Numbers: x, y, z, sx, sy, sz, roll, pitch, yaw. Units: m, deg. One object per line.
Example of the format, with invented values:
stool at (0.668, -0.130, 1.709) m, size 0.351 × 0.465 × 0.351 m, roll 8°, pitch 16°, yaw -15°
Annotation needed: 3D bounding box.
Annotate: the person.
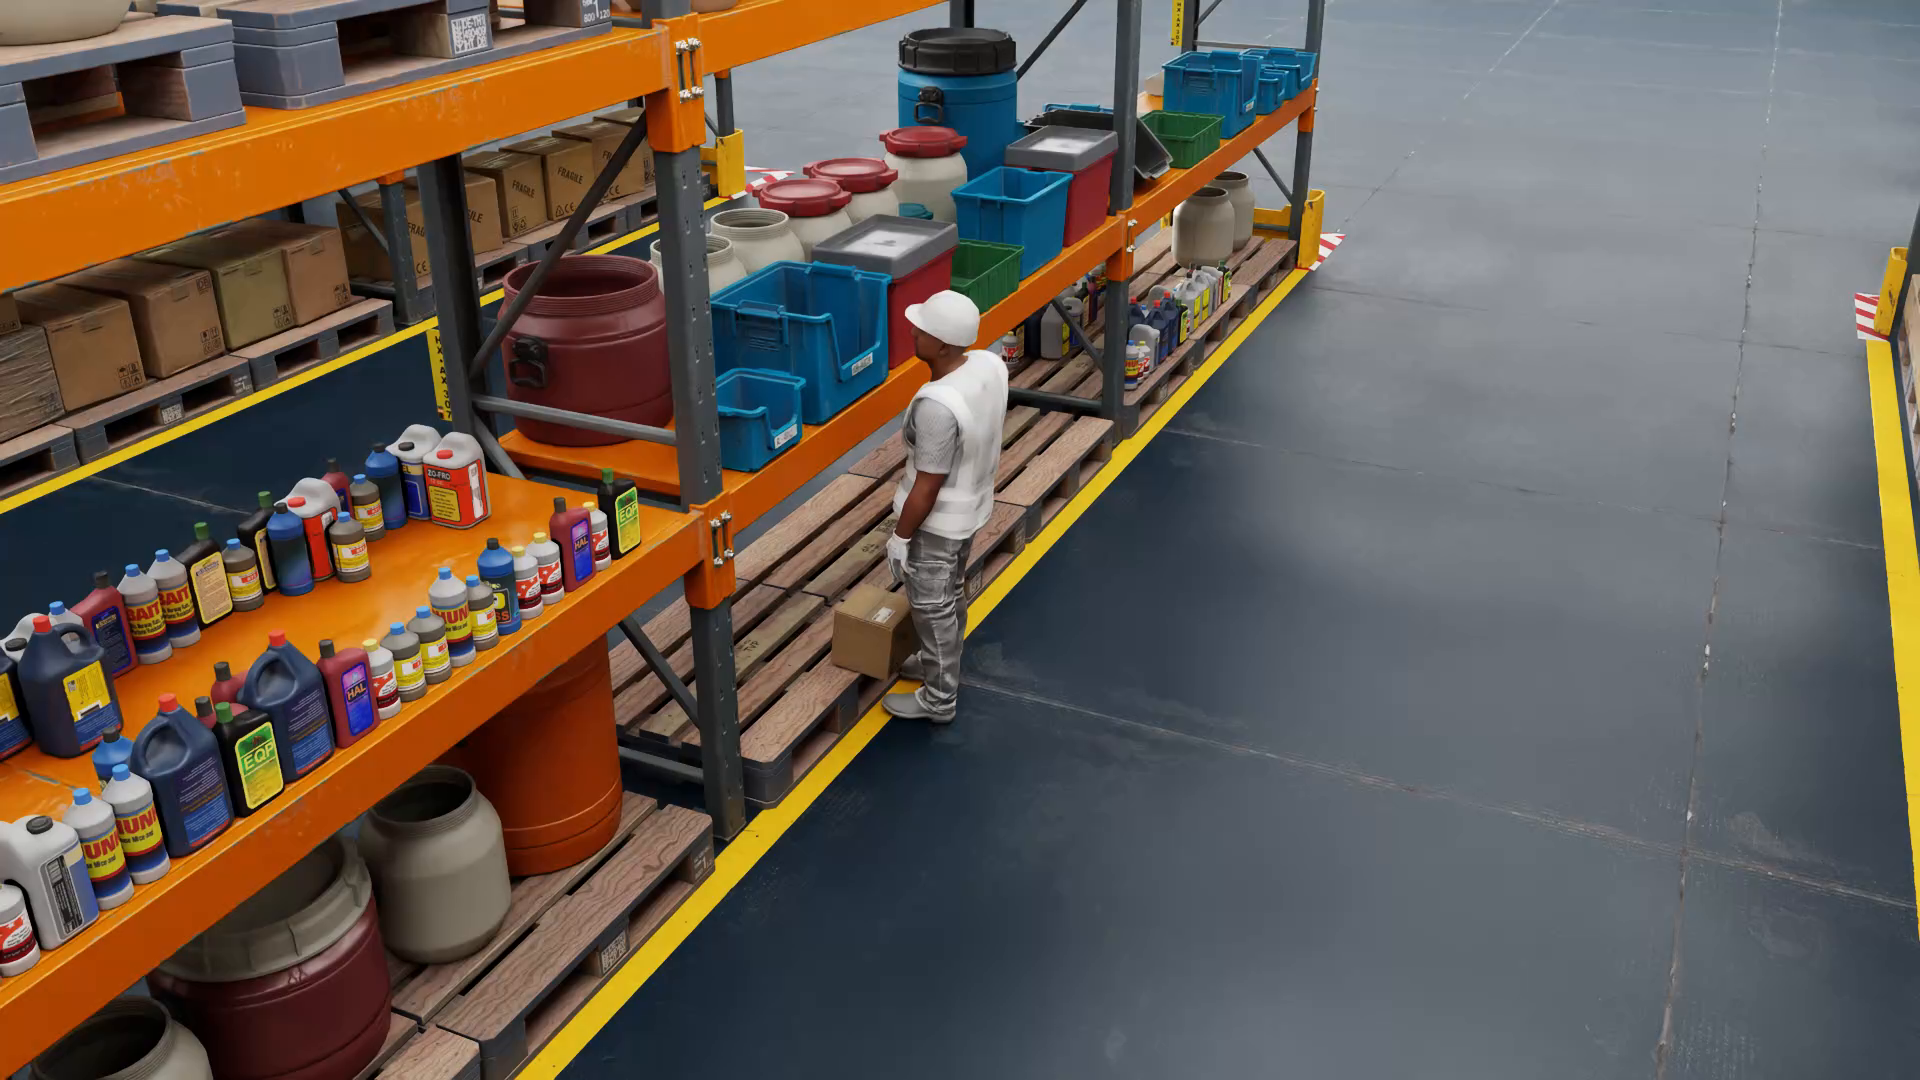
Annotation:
person at (-0.135, -0.115, 6.306) m, size 0.577 × 1.782 × 0.656 m, roll 11°, pitch 28°, yaw 22°
